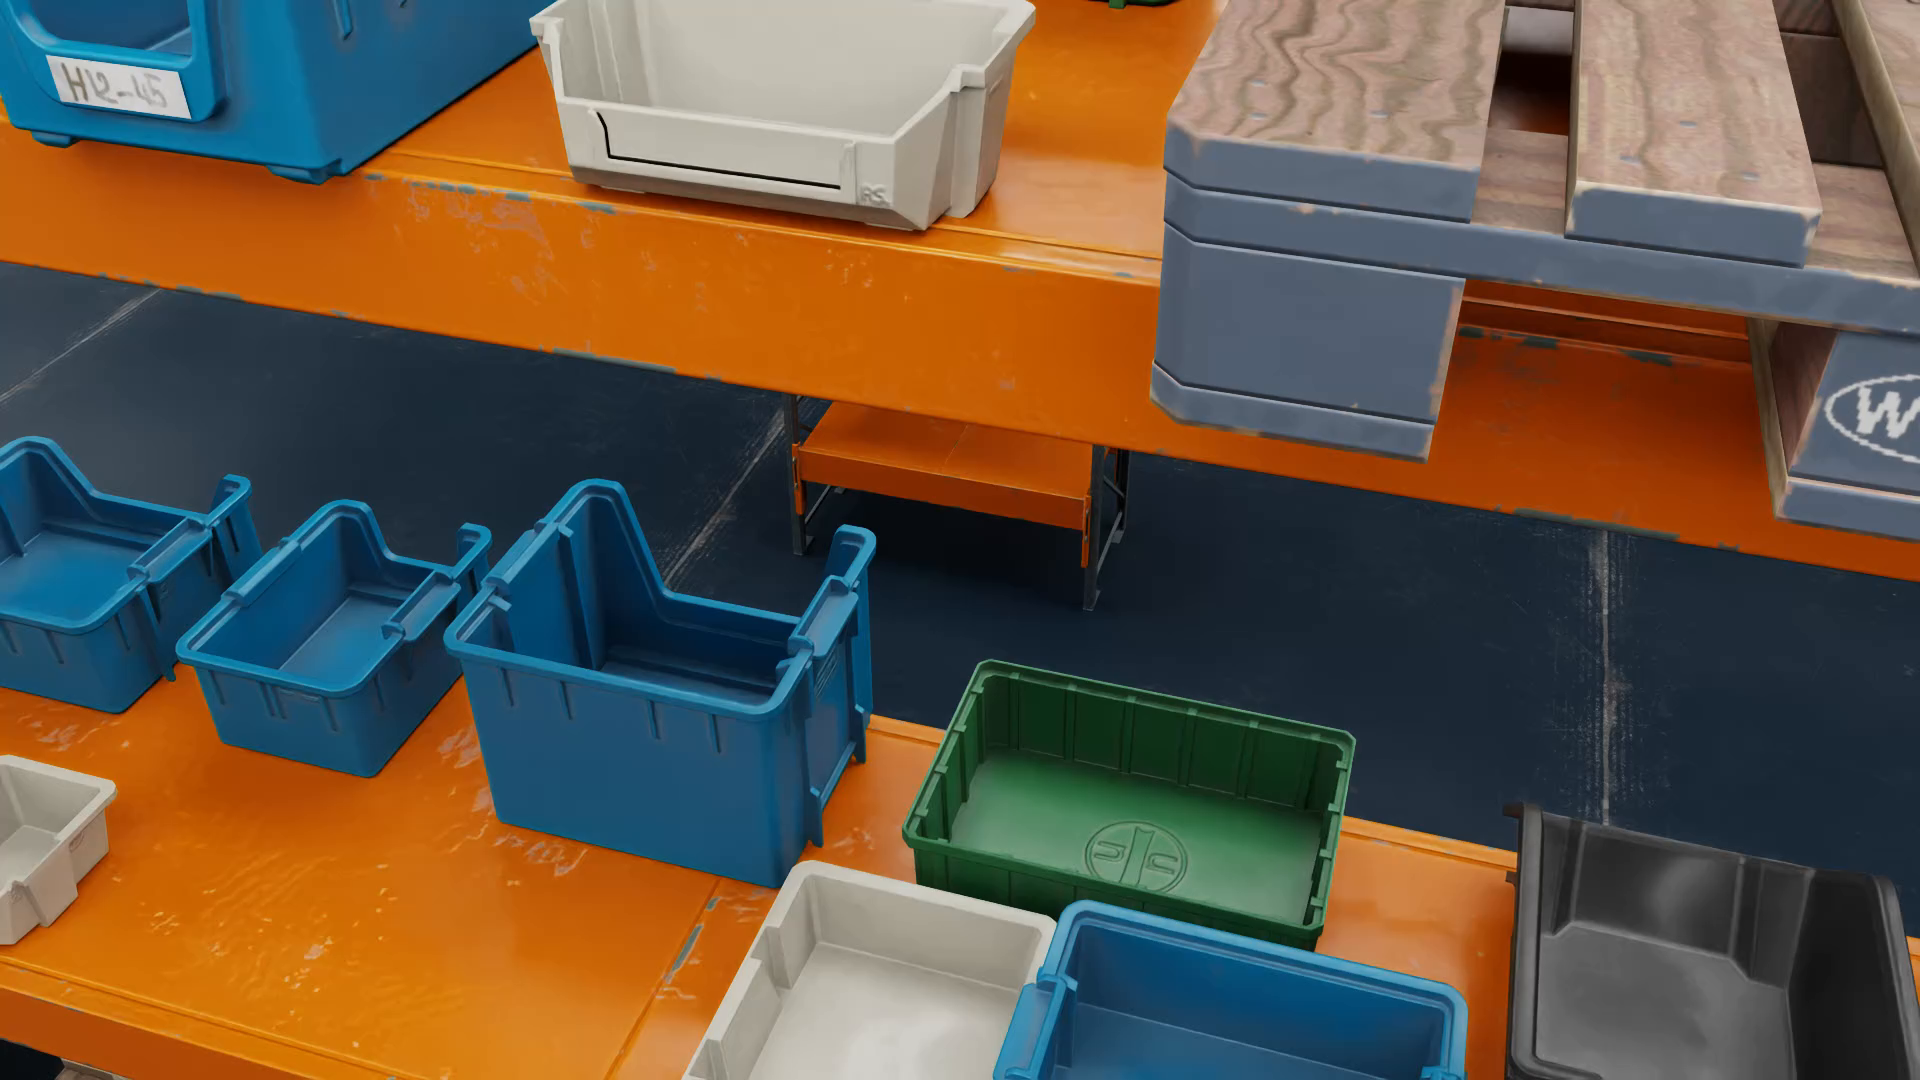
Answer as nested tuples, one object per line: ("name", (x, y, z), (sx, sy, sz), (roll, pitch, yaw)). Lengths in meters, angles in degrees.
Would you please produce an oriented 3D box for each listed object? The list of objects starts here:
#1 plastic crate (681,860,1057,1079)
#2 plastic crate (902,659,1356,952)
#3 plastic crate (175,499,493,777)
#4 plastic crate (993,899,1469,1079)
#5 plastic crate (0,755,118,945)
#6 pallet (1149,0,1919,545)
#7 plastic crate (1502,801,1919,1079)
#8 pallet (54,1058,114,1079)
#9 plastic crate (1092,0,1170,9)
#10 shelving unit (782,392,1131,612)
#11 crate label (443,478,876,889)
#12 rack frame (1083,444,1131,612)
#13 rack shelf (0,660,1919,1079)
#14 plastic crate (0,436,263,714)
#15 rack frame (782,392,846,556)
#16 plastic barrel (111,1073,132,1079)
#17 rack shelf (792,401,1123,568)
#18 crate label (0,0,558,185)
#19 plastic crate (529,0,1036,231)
("plastic crate", (-0.128, 0.746, 2.428), (0.437, 0.136, 0.530), (10, 38, 14))
("plastic crate", (0.286, 0.469, 2.761), (0.662, 0.188, 0.450), (10, 38, 14))
("plastic crate", (-1.135, 0.174, 3.109), (0.408, 0.251, 0.499), (10, 38, 14))
("plastic crate", (0.360, 0.801, 2.256), (0.616, 0.251, 0.499), (10, 38, 14))
("plastic crate", (-1.562, 0.523, 2.731), (0.250, 0.136, 0.298), (10, 38, 14))
("pallet", (0.780, -0.421, 1.420), (1.003, 0.211, 1.213), (10, 38, 14))
("plastic crate", (1.036, 0.644, 2.397), (0.504, 0.338, 0.767), (10, 38, 14))
("pallet", (-1.460, 1.333, 3.761), (1.213, 0.211, 1.003), (10, 38, 14))
("plastic crate", (0.073, -0.772, 1.917), (0.450, 0.188, 0.336), (10, 38, 14))
("shelving unit", (0.006, -0.452, 5.415), (1.048, 1.125, 0.538), (10, 38, 14))
("crate label", (-0.483, 0.235, 2.871), (0.616, 0.435, 0.502), (10, 38, 14))
("rack frame", (0.492, -0.362, 5.293), (0.032, 1.125, 0.500), (10, 38, 14))
("rack shelf", (-0.411, 0.720, 2.848), (4.000, 0.370, 1.077), (10, 38, 14))
("plastic crate", (-1.754, 0.056, 3.269), (0.616, 0.251, 0.499), (10, 38, 14))
("rack frame", (-0.479, -0.542, 5.537), (0.032, 1.125, 0.500), (10, 38, 14))
("plastic barrel", (-1.670, 0.982, 3.629), (0.421, 0.512, 0.421), (0, 36, 0))
("rack shelf", (0.006, -0.255, 5.560), (1.000, 0.278, 0.538), (10, 38, 14))
("crate label", (-0.632, -0.554, 1.567), (0.408, 0.251, 0.502), (10, 38, 14))
("plastic crate", (-0.155, -0.373, 1.419), (0.396, 0.136, 0.243), (10, 38, 14))
